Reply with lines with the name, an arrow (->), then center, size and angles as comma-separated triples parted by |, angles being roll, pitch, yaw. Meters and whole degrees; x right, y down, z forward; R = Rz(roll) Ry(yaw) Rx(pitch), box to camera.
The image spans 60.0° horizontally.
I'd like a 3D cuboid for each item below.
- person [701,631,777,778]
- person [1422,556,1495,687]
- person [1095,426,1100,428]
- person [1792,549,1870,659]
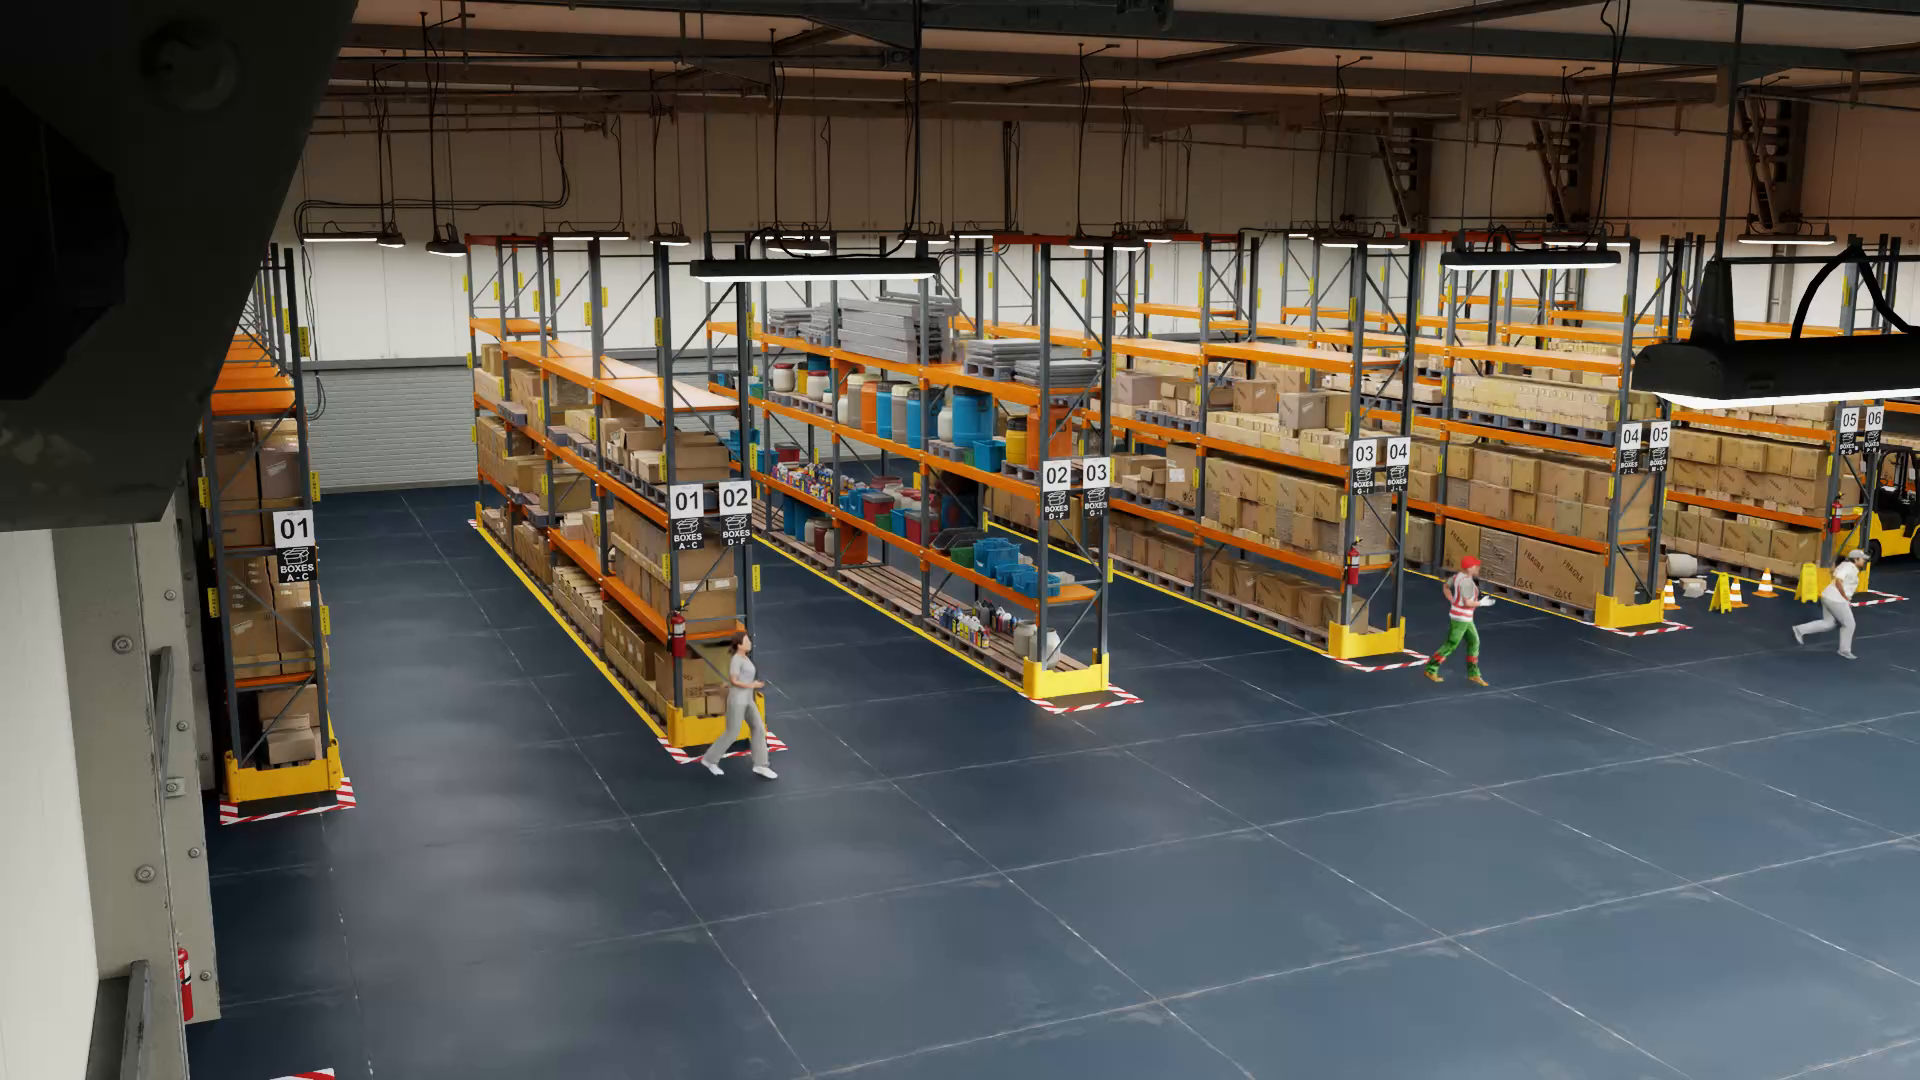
person -> -2.511, 1.868, 19.026 | 0.896, 1.675, 0.599 | 2, 11, 9
person -> 6.811, 1.107, 22.688 | 0.896, 1.821, 0.603 | 3, 11, 15
person -> 3.677, -2.584, 41.799 | 0.730, 1.733, 0.689 | 0, 11, 0
person -> 12.700, 0.928, 24.251 | 0.891, 1.652, 0.613 | 4, 12, 21
